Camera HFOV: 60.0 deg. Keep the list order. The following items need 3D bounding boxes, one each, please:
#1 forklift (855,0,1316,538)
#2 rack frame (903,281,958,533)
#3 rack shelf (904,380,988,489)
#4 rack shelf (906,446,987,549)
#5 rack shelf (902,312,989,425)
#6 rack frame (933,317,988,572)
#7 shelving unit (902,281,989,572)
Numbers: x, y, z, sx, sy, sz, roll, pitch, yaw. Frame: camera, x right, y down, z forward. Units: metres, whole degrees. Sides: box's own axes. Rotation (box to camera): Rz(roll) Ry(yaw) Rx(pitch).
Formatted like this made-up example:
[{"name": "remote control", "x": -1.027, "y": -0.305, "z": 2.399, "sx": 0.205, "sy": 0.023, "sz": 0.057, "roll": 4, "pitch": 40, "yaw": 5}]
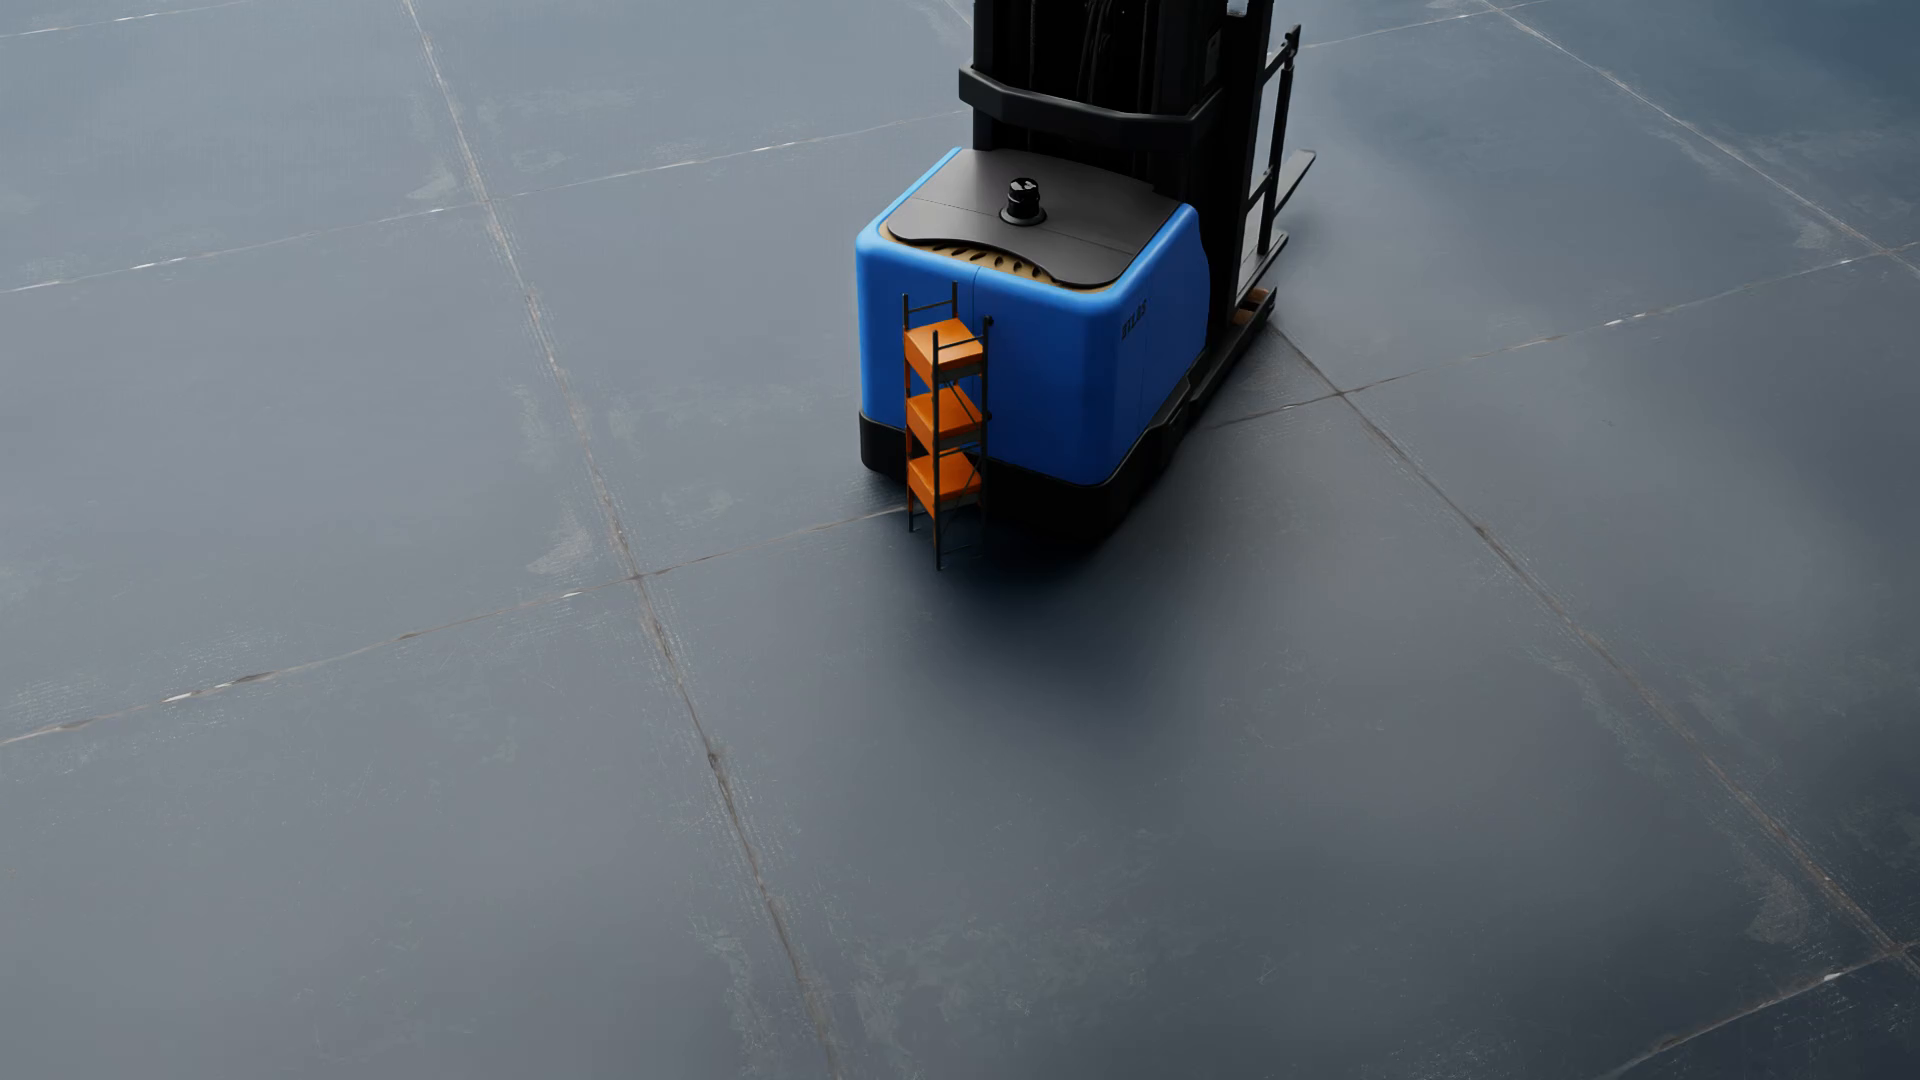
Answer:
[{"name": "forklift", "x": 0.740, "y": -2.071, "z": 6.410, "sx": 1.130, "sy": 2.935, "sz": 3.031, "roll": 19, "pitch": 44, "yaw": 20}, {"name": "rack frame", "x": -0.102, "y": -0.455, "z": 5.974, "sx": 0.200, "sy": 1.050, "sz": 0.008, "roll": -17, "pitch": 44, "yaw": -19}, {"name": "rack shelf", "x": -0.050, "y": -0.375, "z": 5.897, "sx": 0.215, "sy": 0.259, "sz": 0.240, "roll": -17, "pitch": 44, "yaw": -19}, {"name": "rack shelf", "x": -0.050, "y": -0.164, "z": 6.078, "sx": 0.215, "sy": 0.259, "sz": 0.240, "roll": -17, "pitch": 44, "yaw": -19}, {"name": "rack shelf", "x": -0.050, "y": -0.590, "z": 5.712, "sx": 0.215, "sy": 0.259, "sz": 0.240, "roll": -17, "pitch": 44, "yaw": -19}, {"name": "rack frame", "x": 0.002, "y": -0.311, "z": 5.806, "sx": 0.200, "sy": 1.050, "sz": 0.008, "roll": -17, "pitch": 44, "yaw": -19}, {"name": "shelving unit", "x": -0.050, "y": -0.383, "z": 5.890, "sx": 0.215, "sy": 1.050, "sz": 0.252, "roll": -17, "pitch": 44, "yaw": -19}]
